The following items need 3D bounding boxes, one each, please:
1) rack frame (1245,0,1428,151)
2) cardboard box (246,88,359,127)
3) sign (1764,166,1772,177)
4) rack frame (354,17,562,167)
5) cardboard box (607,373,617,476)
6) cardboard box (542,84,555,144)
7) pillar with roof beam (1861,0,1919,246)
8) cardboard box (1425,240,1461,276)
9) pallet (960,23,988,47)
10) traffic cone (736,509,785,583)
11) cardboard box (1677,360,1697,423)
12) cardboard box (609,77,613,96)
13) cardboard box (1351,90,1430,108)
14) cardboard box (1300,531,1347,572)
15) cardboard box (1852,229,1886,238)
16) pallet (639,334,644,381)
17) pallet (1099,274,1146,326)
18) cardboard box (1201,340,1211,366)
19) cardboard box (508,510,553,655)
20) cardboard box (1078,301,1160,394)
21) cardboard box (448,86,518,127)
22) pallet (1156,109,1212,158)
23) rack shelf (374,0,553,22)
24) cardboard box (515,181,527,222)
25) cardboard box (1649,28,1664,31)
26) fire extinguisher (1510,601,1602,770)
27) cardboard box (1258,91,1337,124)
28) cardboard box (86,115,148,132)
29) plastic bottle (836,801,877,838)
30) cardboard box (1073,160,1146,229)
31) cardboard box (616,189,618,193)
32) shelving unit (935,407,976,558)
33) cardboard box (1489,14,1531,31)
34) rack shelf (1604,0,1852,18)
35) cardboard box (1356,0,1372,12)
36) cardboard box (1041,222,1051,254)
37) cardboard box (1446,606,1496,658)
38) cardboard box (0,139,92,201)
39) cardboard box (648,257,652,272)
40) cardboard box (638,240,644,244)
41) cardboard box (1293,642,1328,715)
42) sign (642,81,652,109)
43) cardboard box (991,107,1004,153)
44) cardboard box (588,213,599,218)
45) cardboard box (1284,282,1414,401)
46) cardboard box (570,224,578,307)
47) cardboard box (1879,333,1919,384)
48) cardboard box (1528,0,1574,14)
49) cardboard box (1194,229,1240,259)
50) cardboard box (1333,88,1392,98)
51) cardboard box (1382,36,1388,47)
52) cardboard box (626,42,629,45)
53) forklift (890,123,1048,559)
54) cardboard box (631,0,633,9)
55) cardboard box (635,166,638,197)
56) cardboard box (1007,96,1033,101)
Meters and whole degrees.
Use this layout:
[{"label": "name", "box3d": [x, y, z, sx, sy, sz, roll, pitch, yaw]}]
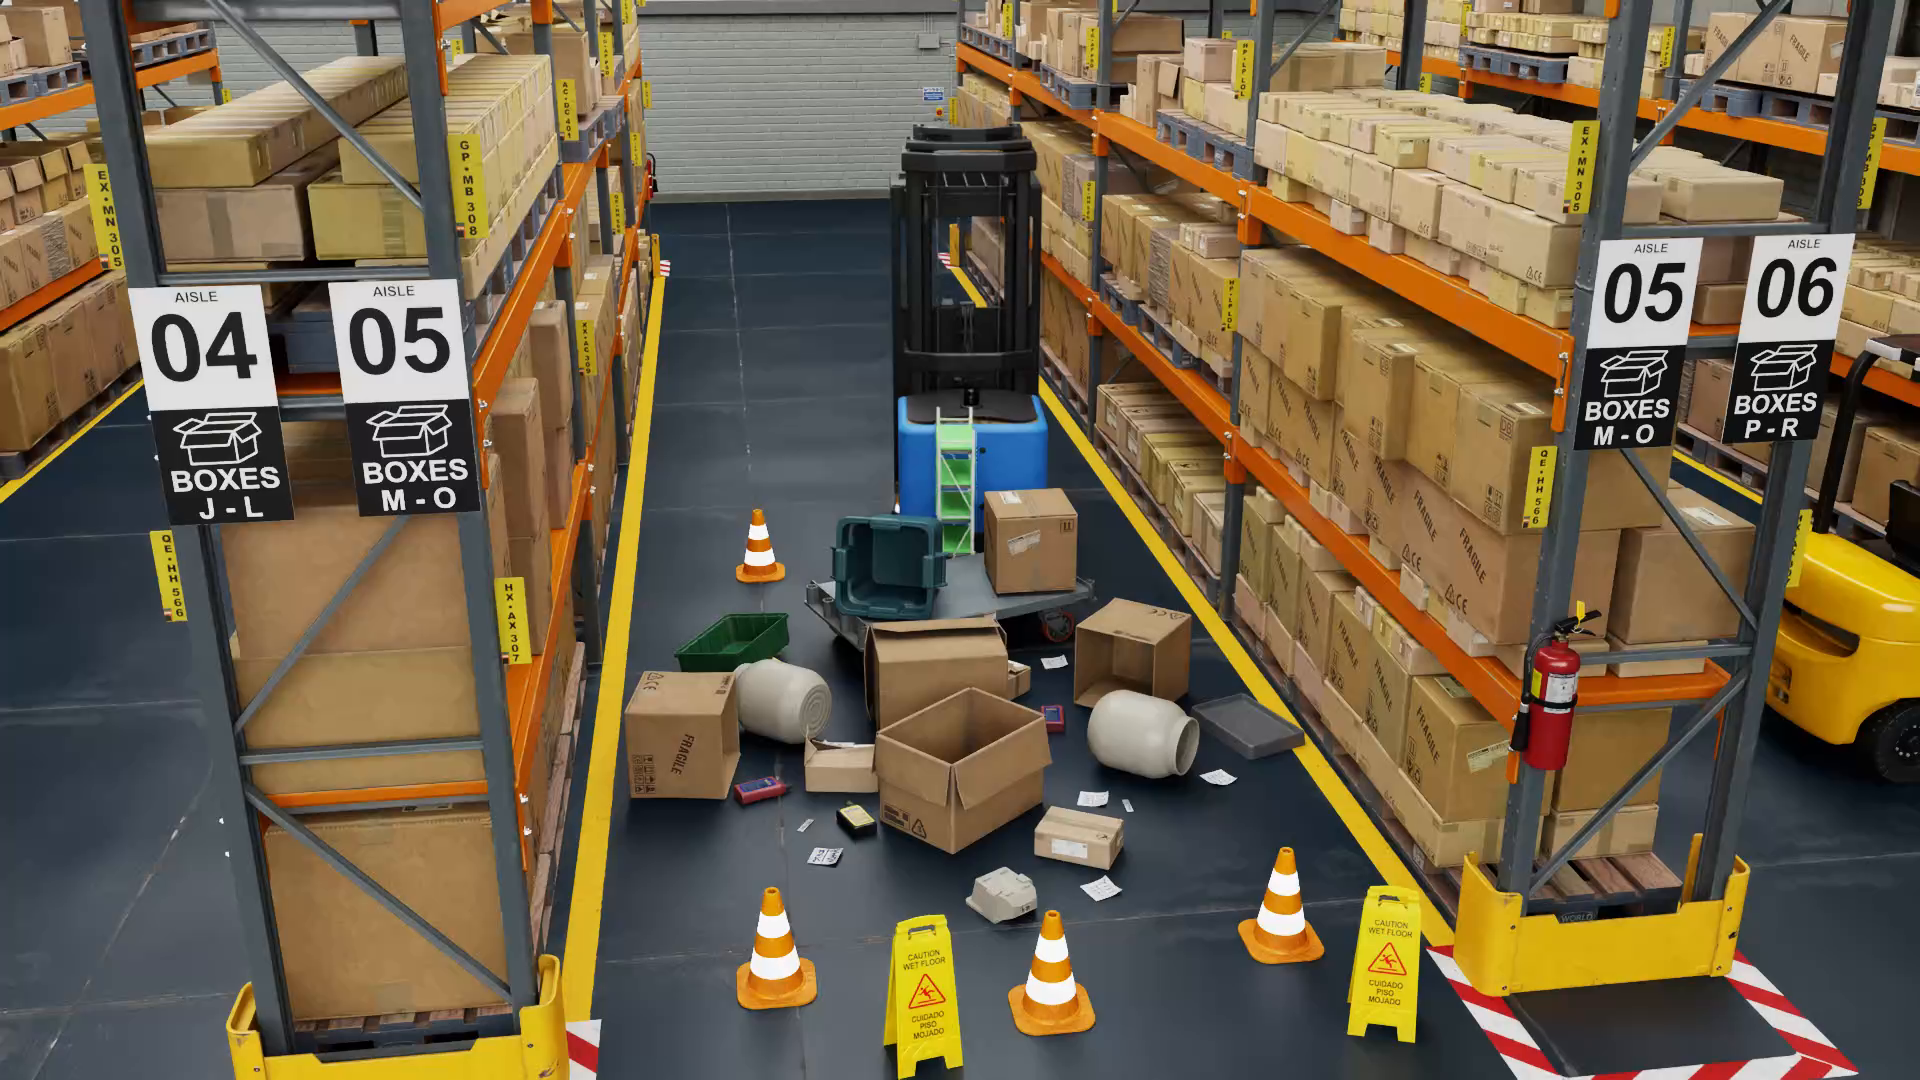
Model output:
[{"label": "rack frame", "box3d": [2.193, -3.727, 9.334, 1.000, 3.000, 0.127, -3, 21, -8]}, {"label": "cardboard box", "box3d": [-2.718, -1.779, 6.882, 0.380, 0.149, 0.250, -3, 21, -7]}, {"label": "sign", "box3d": [7.077, -3.125, 14.641, 0.100, 0.325, 0.005, -3, 21, -8]}, {"label": "rack frame", "box3d": [-2.691, -3.442, 8.572, 1.000, 3.000, 0.127, -3, 21, -8]}, {"label": "cardboard box", "box3d": [-3.268, -0.944, 13.073, 1.050, 0.750, 0.750, -3, 21, -8]}, {"label": "cardboard box", "box3d": [-2.366, -2.192, 8.558, 0.500, 0.250, 0.500, -3, 21, -8]}, {"label": "pillar with roof beam", "box3d": [3.348, -4.741, 12.047, 9.100, 9.000, 0.400, -3, 21, -8]}, {"label": "cardboard box", "box3d": [2.315, -1.282, 7.433, 0.380, 0.149, 0.250, -3, 21, -8]}, {"label": "pallet", "box3d": [0.581, -6.179, 20.312, 1.003, 0.211, 1.213, -3, 21, -8]}, {"label": "traffic cone", "box3d": [-1.390, 0.016, 11.512, 0.336, 0.463, 0.334, -3, 21, -8]}, {"label": "cardboard box", "box3d": [6.604, -1.421, 14.527, 0.875, 0.625, 0.625, -2, 21, -6]}, {"label": "cardboard box", "box3d": [-3.165, -3.853, 13.815, 0.500, 0.500, 0.500, -3, 21, -8]}, {"label": "cardboard box", "box3d": [2.455, -2.479, 9.499, 0.380, 0.149, 0.250, -2, 21, -7]}, {"label": "cardboard box", "box3d": [2.087, 0.055, 9.114, 0.380, 0.149, 0.250, -2, 21, -5]}, {"label": "cardboard box", "box3d": [7.084, -2.366, 13.193, 0.380, 0.149, 0.250, -3, 21, -9]}, {"label": "pallet", "box3d": [-3.730, -1.826, 16.804, 1.003, 0.211, 1.213, -3, 21, -8]}, {"label": "pallet", "box3d": [1.825, -1.970, 13.479, 1.213, 0.211, 1.003, -3, 21, -8]}, {"label": "cardboard box", "box3d": [1.825, -1.252, 11.041, 0.380, 0.149, 0.250, -4, 21, -9]}, {"label": "cardboard box", "box3d": [-2.270, 0.167, 7.268, 0.875, 0.550, 0.550, -3, 21, -8]}, {"label": "cardboard box", "box3d": [1.599, -1.746, 15.041, 0.875, 0.875, 0.875, -3, 21, -8]}, {"label": "cardboard box", "box3d": [-2.066, -1.812, 6.970, 0.380, 0.149, 0.250, -3, 21, -7]}, {"label": "pallet", "box3d": [2.057, -2.812, 11.439, 1.213, 0.211, 1.003, -3, 21, -8]}, {"label": "rack shelf", "box3d": [-2.979, -3.611, 10.622, 1.077, 0.370, 4.000, -3, 21, -8]}, {"label": "cardboard box", "box3d": [-2.066, -1.438, 7.108, 0.380, 0.149, 0.250, -3, 21, -7]}, {"label": "cardboard box", "box3d": [6.164, -4.504, 14.921, 0.380, 0.149, 0.250, -4, 21, -10]}, {"label": "fire extinguisher", "box3d": [2.330, 0.567, 6.521, 0.296, 0.674, 0.183, -3, 21, -8]}, {"label": "cardboard box", "box3d": [1.916, -2.452, 9.427, 0.380, 0.149, 0.250, -3, 21, -9]}, {"label": "cardboard box", "box3d": [-9.388, -4.460, 18.588, 0.500, 0.500, 0.500, -3, 21, -9]}, {"label": "plastic bottle", "box3d": [-0.536, 1.400, 8.379, 0.133, 0.061, 0.283, -11, 23, -26]}, {"label": "cardboard box", "box3d": [1.283, -2.983, 14.343, 0.500, 0.500, 0.500, -3, 21, -9]}, {"label": "cardboard box", "box3d": [-3.519, -3.315, 16.139, 0.380, 0.149, 0.250, -2, 21, -5]}, {"label": "shelving unit", "box3d": [-0.035, -0.239, 11.109, 0.258, 1.200, 0.503, 0, 22, -2]}, {"label": "cardboard box", "box3d": [5.664, -5.304, 17.035, 0.380, 0.149, 0.250, -3, 21, -9]}, {"label": "rack shelf", "box3d": [2.481, -2.696, 7.606, 1.077, 0.370, 4.000, -3, 21, -8]}, {"label": "cardboard box", "box3d": [5.245, -6.688, 20.624, 0.500, 0.250, 0.500, -3, 21, -8]}, {"label": "cardboard box", "box3d": [1.039, -2.920, 15.961, 0.500, 0.250, 0.500, -3, 21, -9]}, {"label": "cardboard box", "box3d": [2.358, 0.385, 7.257, 0.380, 0.149, 0.250, -3, 21, -8]}, {"label": "cardboard box", "box3d": [-8.666, -3.483, 15.677, 0.797, 0.503, 0.637, -3, 21, -9]}, {"label": "cardboard box", "box3d": [-4.001, -3.392, 20.486, 0.380, 0.149, 0.250, -2, 21, -6]}, {"label": "cardboard box", "box3d": [-3.976, -3.490, 19.898, 0.380, 0.149, 0.250, -4, 21, -10]}, {"label": "cardboard box", "box3d": [2.178, 0.760, 9.223, 0.500, 0.250, 0.500, -3, 21, -8]}, {"label": "sign", "box3d": [-3.868, -5.498, 20.544, 0.100, 0.325, 0.005, -3, 21, -8]}, {"label": "cardboard box", "box3d": [0.634, -4.527, 18.479, 0.500, 0.500, 0.500, -3, 21, -9]}, {"label": "cardboard box", "box3d": [-3.184, -2.637, 13.899, 0.380, 0.149, 0.250, -3, 21, -9]}, {"label": "cardboard box", "box3d": [2.140, -1.055, 8.756, 0.700, 0.500, 0.500, -3, 21, -9]}, {"label": "cardboard box", "box3d": [-2.988, -1.847, 11.302, 0.700, 0.500, 0.500, -3, 21, -8]}, {"label": "cardboard box", "box3d": [6.773, -1.259, 11.515, 0.500, 0.250, 0.500, -2, 21, -7]}, {"label": "cardboard box", "box3d": [6.134, -5.610, 17.262, 0.396, 0.266, 0.258, -3, 21, -8]}, {"label": "cardboard box", "box3d": [1.791, -1.990, 11.161, 0.380, 0.149, 0.250, -4, 21, -9]}, {"label": "cardboard box", "box3d": [2.506, -2.671, 10.407, 0.500, 0.250, 0.500, -3, 21, -9]}, {"label": "cardboard box", "box3d": [5.350, -6.045, 20.186, 0.380, 0.149, 0.250, -3, 21, -8]}, {"label": "cardboard box", "box3d": [-3.731, -5.083, 17.467, 0.500, 0.250, 0.500, -3, 21, -9]}, {"label": "forklift", "box3d": [0.033, -1.656, 12.461, 1.130, 2.935, 3.031, -1, 20, -2]}, {"label": "cardboard box", "box3d": [-3.960, -6.177, 19.111, 0.380, 0.149, 0.250, -3, 21, -7]}, {"label": "cardboard box", "box3d": [-3.744, -3.943, 17.919, 0.500, 0.500, 0.500, -3, 21, -8]}, {"label": "cardboard box", "box3d": [0.724, -4.780, 18.228, 0.380, 0.149, 0.250, -3, 21, -8]}]
